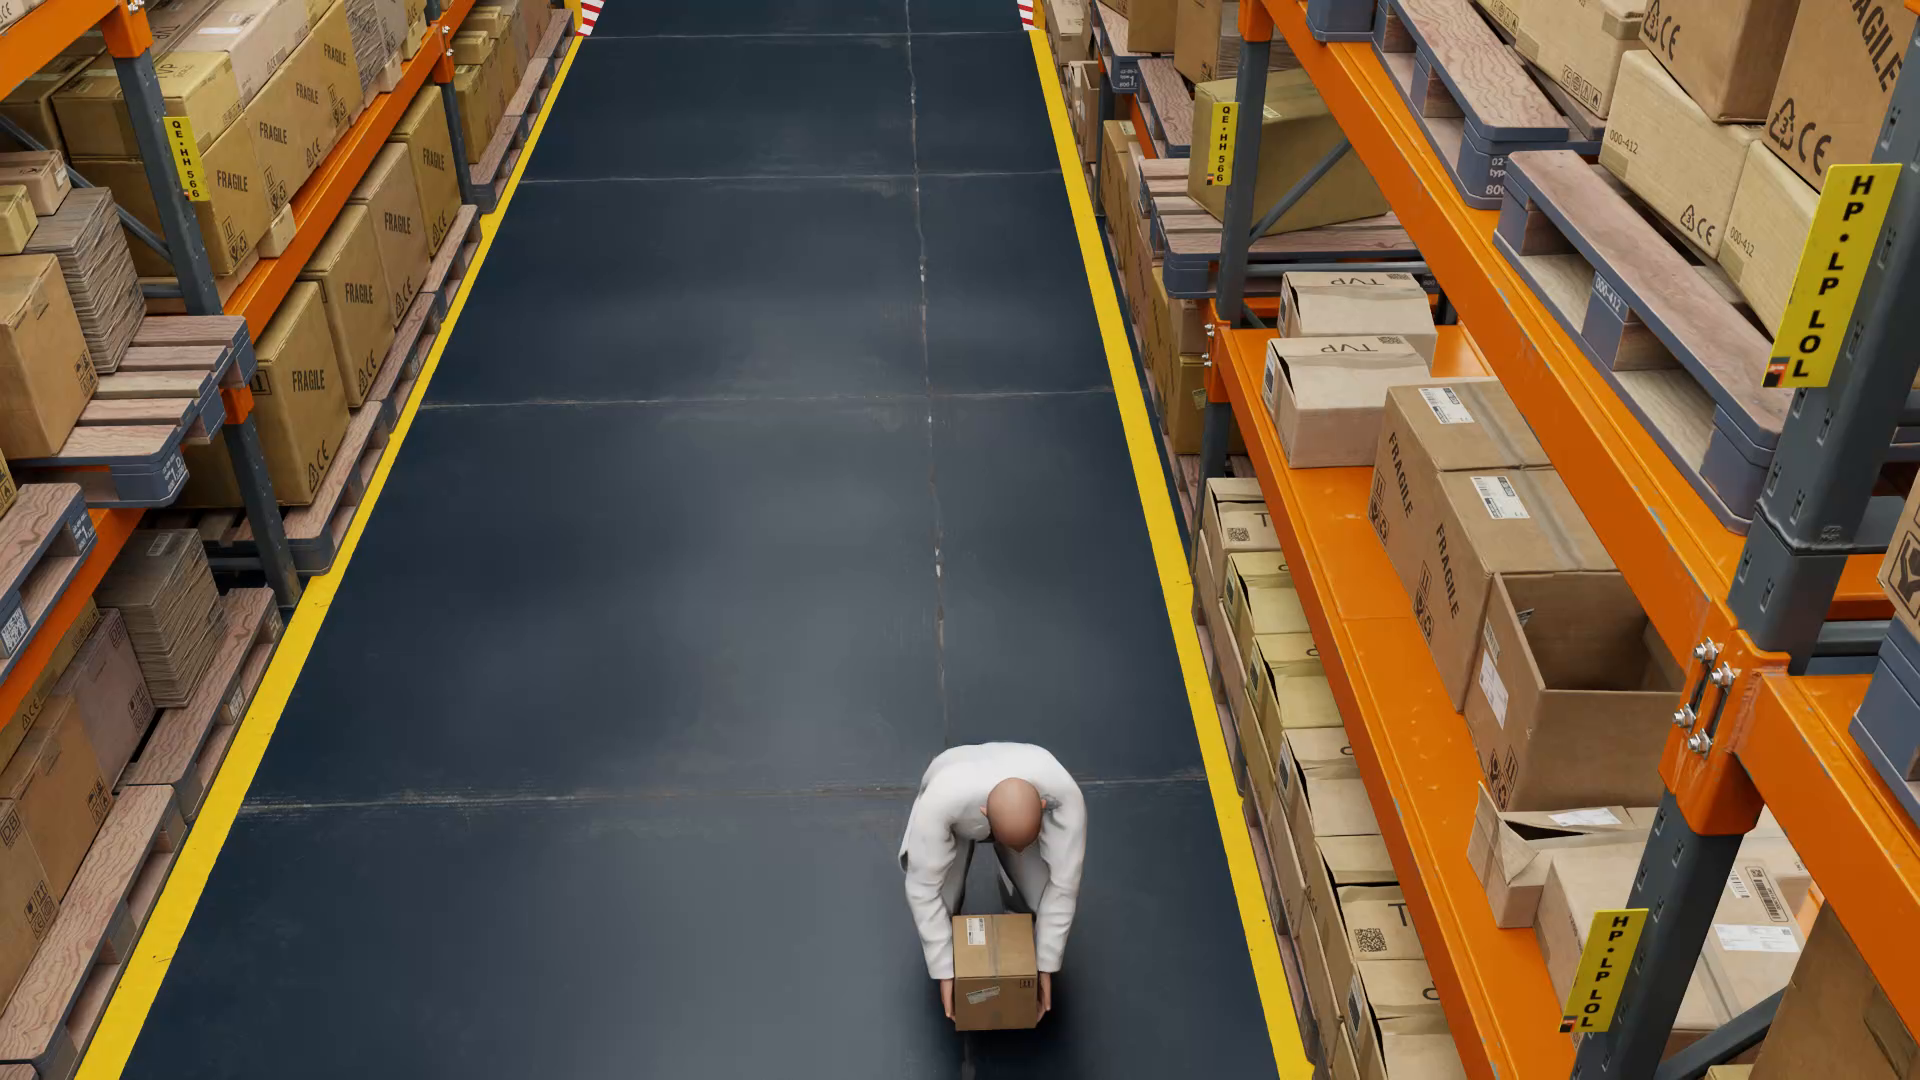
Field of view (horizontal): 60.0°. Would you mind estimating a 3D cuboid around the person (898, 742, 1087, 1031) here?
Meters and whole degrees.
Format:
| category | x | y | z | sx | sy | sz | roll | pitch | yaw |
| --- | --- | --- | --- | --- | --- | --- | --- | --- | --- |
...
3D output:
| category | x | y | z | sx | sy | sz | roll | pitch | yaw |
| --- | --- | --- | --- | --- | --- | --- | --- | --- | --- |
| person | 0.100 | 1.006 | 5.400 | 0.605 | 0.995 | 0.906 | -1 | 35 | -2 |
